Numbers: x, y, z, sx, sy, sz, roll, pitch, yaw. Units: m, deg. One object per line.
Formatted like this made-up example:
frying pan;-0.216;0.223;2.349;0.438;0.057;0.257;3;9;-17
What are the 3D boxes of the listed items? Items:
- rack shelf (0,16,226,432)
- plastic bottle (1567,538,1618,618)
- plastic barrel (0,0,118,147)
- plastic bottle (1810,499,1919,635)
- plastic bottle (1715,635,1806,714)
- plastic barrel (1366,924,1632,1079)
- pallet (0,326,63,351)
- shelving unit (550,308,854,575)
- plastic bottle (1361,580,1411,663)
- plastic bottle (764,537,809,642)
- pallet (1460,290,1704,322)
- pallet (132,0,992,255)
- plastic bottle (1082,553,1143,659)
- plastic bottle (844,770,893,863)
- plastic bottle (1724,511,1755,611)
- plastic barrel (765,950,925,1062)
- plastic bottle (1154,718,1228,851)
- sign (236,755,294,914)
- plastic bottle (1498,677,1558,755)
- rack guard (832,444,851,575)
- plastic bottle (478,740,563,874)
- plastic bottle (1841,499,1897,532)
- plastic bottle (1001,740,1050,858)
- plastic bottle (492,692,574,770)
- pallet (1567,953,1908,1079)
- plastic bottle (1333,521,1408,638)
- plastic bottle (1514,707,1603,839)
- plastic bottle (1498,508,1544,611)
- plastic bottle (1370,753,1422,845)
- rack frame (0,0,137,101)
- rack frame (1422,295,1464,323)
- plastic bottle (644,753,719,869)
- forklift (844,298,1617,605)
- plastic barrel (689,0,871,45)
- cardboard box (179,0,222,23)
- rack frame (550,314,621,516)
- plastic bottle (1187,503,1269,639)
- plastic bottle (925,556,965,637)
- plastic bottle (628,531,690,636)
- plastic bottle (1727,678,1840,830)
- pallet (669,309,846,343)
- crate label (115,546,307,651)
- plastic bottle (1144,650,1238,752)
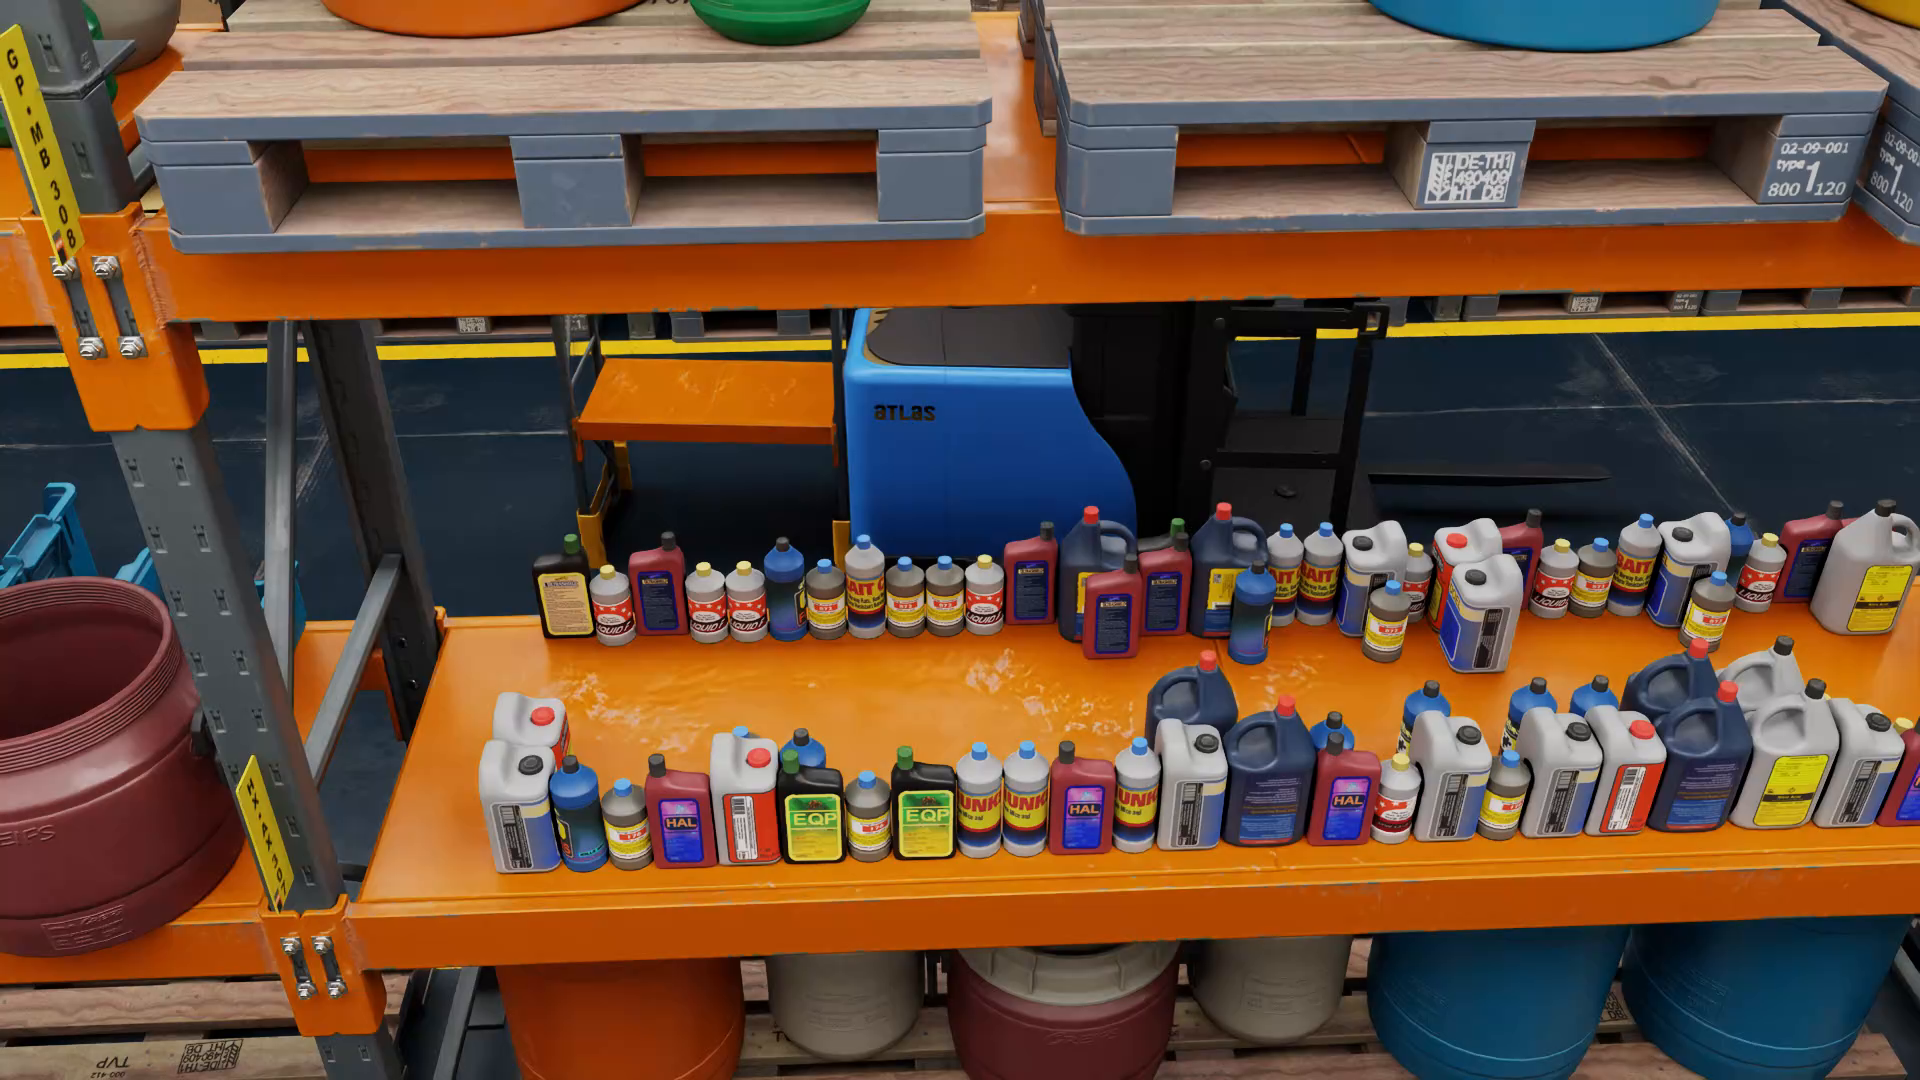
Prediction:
rack shelf;-3.349;-0.567;2.929;4.000;0.370;1.077;-2;35;-2
plastic bottle;1.584;0.087;4.163;0.097;0.201;0.097;0;35;0
plastic barrel;-1.595;-0.817;2.795;0.294;0.245;0.294;0;35;0
plastic bottle;2.237;0.056;4.077;0.185;0.351;0.144;-2;35;-2
plastic bottle;1.735;0.358;3.640;0.185;0.351;0.144;-2;35;-2
plastic barrel;1.393;0.923;4.255;0.708;0.901;0.600;-2;35;-2
pallet;-4.843;-1.286;8.423;1.213;0.211;1.003;-2;35;-2
shelving unit;-0.940;-0.658;6.383;1.083;1.500;0.587;1;35;2
plastic bottle;1.032;0.188;4.016;0.097;0.201;0.097;0;35;0
plastic bottle;-0.426;0.112;4.065;0.097;0.271;0.097;0;35;0
pallet;3.100;-1.478;8.700;1.213;0.211;1.003;-2;35;-2
pallet;-0.582;-0.804;2.806;1.213;0.211;1.003;-2;35;-2
plastic bottle;0.366;0.158;3.989;0.133;0.283;0.061;-2;35;-2
plastic bottle;-0.191;0.567;3.469;0.097;0.201;0.097;0;35;0
plastic bottle;1.913;0.049;4.156;0.097;0.271;0.097;0;35;0
plastic barrel;-0.303;1.078;4.373;0.421;0.512;0.421;0;35;0
plastic bottle;0.482;0.503;3.497;0.135;0.276;0.152;-2;35;-2
sign;-1.318;0.562;3.158;0.005;0.325;0.100;-2;35;-2
plastic bottle;1.239;0.413;3.630;0.097;0.271;0.097;0;35;0
rack guard;-0.442;-0.133;6.723;0.087;0.250;0.587;1;35;2
plastic bottle;-0.903;0.540;3.443;0.135;0.276;0.152;-2;35;-2
plastic bottle;2.258;0.025;4.181;0.133;0.283;0.061;-2;35;-2
plastic bottle;0.137;0.530;3.462;0.097;0.271;0.097;0;35;0
plastic bottle;-0.911;0.454;3.568;0.135;0.276;0.152;-2;35;-2
pallet;1.872;1.353;4.610;1.213;0.211;1.003;-2;35;-2
plastic bottle;1.008;0.087;4.097;0.135;0.276;0.152;-2;35;-2
plastic bottle;1.263;0.482;3.527;0.135;0.276;0.152;-2;35;-2
plastic bottle;1.371;0.048;4.147;0.133;0.283;0.061;-2;35;-2
plastic bottle;0.917;0.537;3.512;0.097;0.201;0.097;0;35;0
rack frame;-1.351;-2.150;1.949;0.127;3.000;1.000;-2;35;-2
rack frame;2.414;-2.607;7.880;0.127;3.000;1.000;-2;35;-2
plastic bottle;-0.573;0.554;3.416;0.133;0.283;0.061;-2;35;-2
forklift;1.112;-1.154;5.841;3.031;2.935;1.130;1;35;2
plastic barrel;-0.282;-0.923;2.580;0.294;0.245;0.294;0;35;0
cardboard box;-3.257;-2.485;7.618;0.500;0.500;0.500;-3;35;-5
rack frame;-1.457;-0.669;6.399;0.032;1.500;0.500;1;35;2
plastic bottle;0.653;0.064;4.065;0.185;0.351;0.144;-2;35;-2
plastic bottle;-0.037;0.131;4.100;0.097;0.201;0.097;0;35;0
plastic bottle;-0.737;0.105;4.064;0.133;0.283;0.061;-2;35;-2
plastic bottle;1.742;0.440;3.521;0.185;0.351;0.144;-2;35;-2
pallet;-0.834;-1.351;8.516;1.213;0.211;1.003;-2;35;-2
crate label;-1.789;0.184;3.995;0.416;0.233;0.303;-2;35;-2
plastic bottle;0.500;0.387;3.598;0.185;0.351;0.144;-2;35;-2
